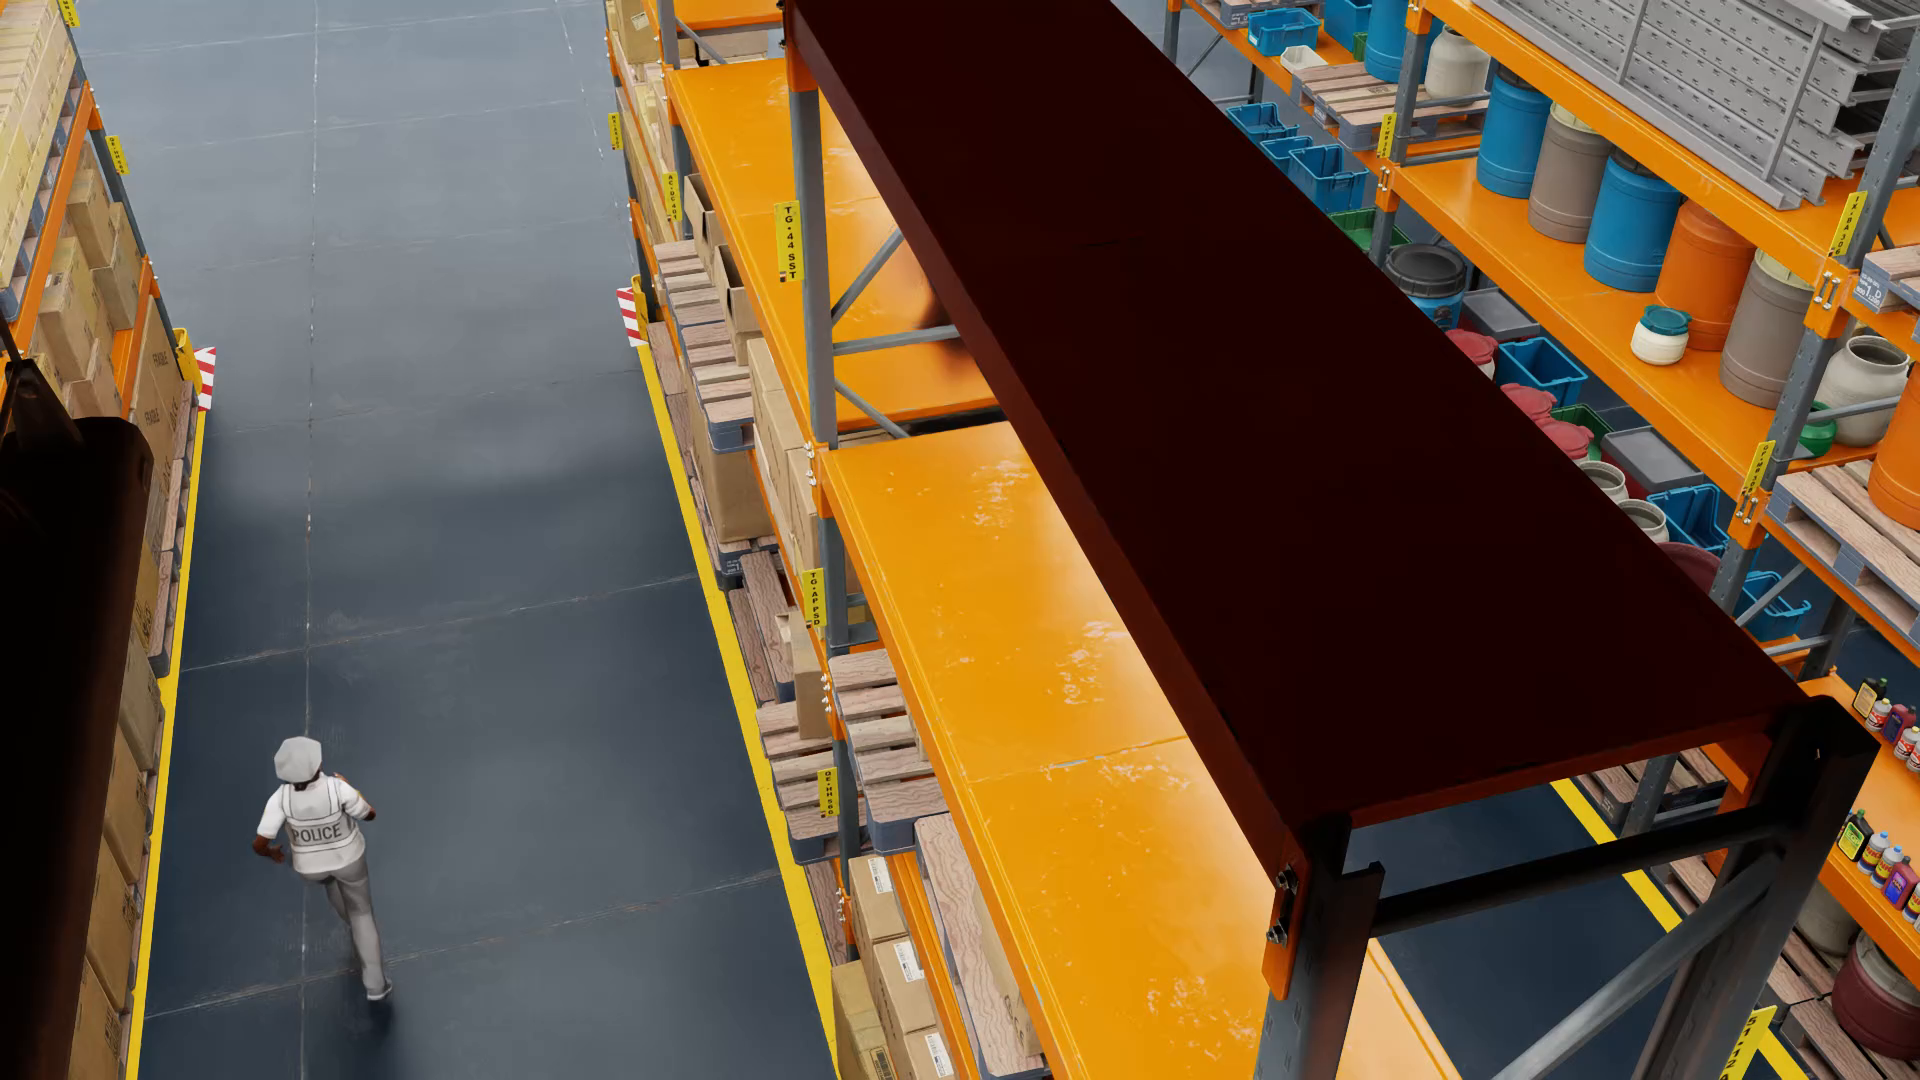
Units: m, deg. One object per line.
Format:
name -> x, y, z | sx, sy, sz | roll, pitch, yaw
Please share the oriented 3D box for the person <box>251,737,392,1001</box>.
person -> -3.484, 1.817, 9.176 | 0.599, 1.743, 0.893 | -7, 39, -9
